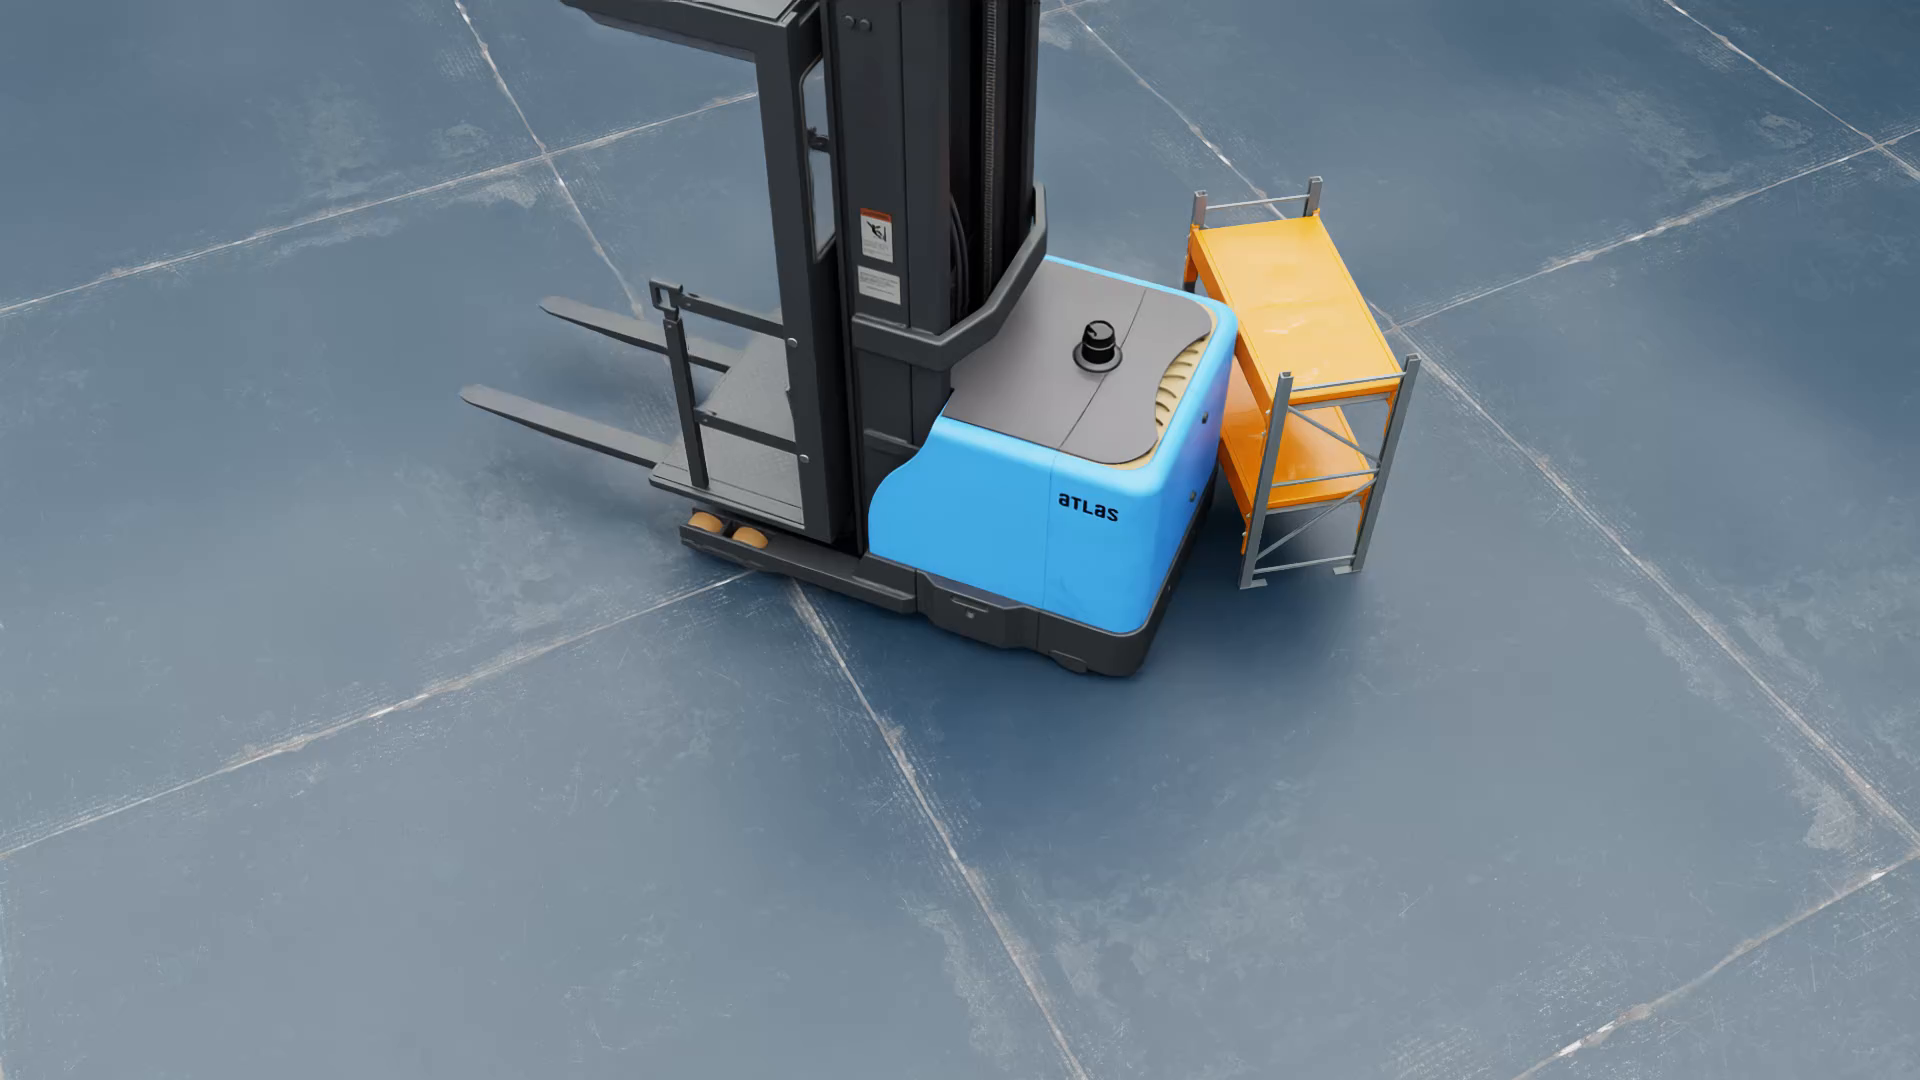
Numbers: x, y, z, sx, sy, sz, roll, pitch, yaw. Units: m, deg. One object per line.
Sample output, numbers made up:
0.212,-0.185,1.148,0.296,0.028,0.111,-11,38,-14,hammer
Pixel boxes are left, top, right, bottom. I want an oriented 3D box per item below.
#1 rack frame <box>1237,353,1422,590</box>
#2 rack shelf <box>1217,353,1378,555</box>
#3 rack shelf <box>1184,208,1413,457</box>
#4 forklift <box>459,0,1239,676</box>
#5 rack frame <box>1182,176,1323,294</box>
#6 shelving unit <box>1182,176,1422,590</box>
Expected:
1.332,-0.224,6.091,0.500,1.125,0.032,-8,49,-7,rack frame
1.235,-0.439,6.604,0.538,0.278,1.000,-8,49,-7,rack shelf
1.235,-0.792,6.200,0.538,0.278,1.000,-8,49,-7,rack shelf
-0.552,-1.202,5.747,3.031,2.935,1.130,18,51,15,forklift
1.138,-0.975,6.748,0.500,1.125,0.032,-8,49,-7,rack frame
1.235,-0.600,6.420,0.538,1.125,1.048,-8,49,-7,shelving unit
